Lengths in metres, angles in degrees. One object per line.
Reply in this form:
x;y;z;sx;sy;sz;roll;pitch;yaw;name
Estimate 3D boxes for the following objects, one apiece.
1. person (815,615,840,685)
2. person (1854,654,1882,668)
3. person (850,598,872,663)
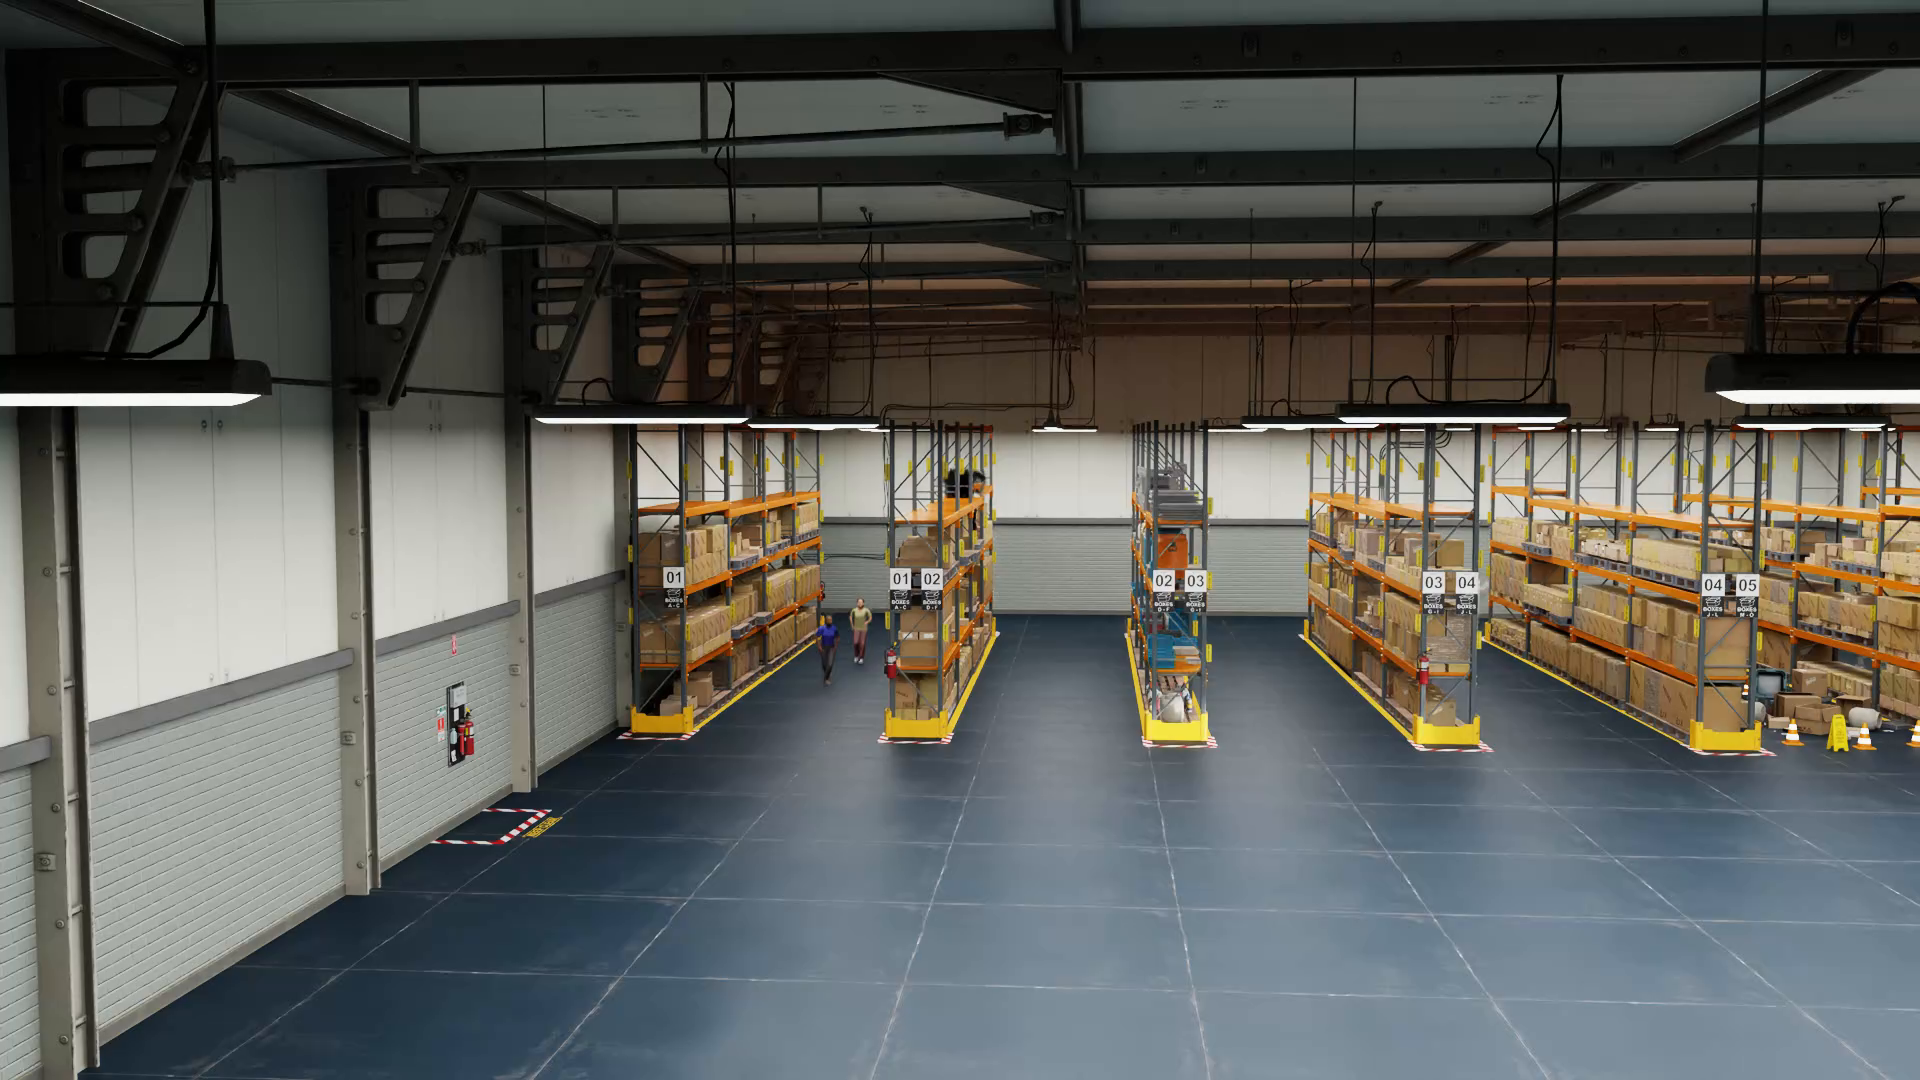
-3.051;2.515;38.274;0.572;1.600;0.529;-1;4;-11;person
22.038;2.336;40.356;0.563;1.644;0.903;0;4;-4;person
-2.479;2.265;41.568;0.581;1.646;0.616;0;4;0;person
